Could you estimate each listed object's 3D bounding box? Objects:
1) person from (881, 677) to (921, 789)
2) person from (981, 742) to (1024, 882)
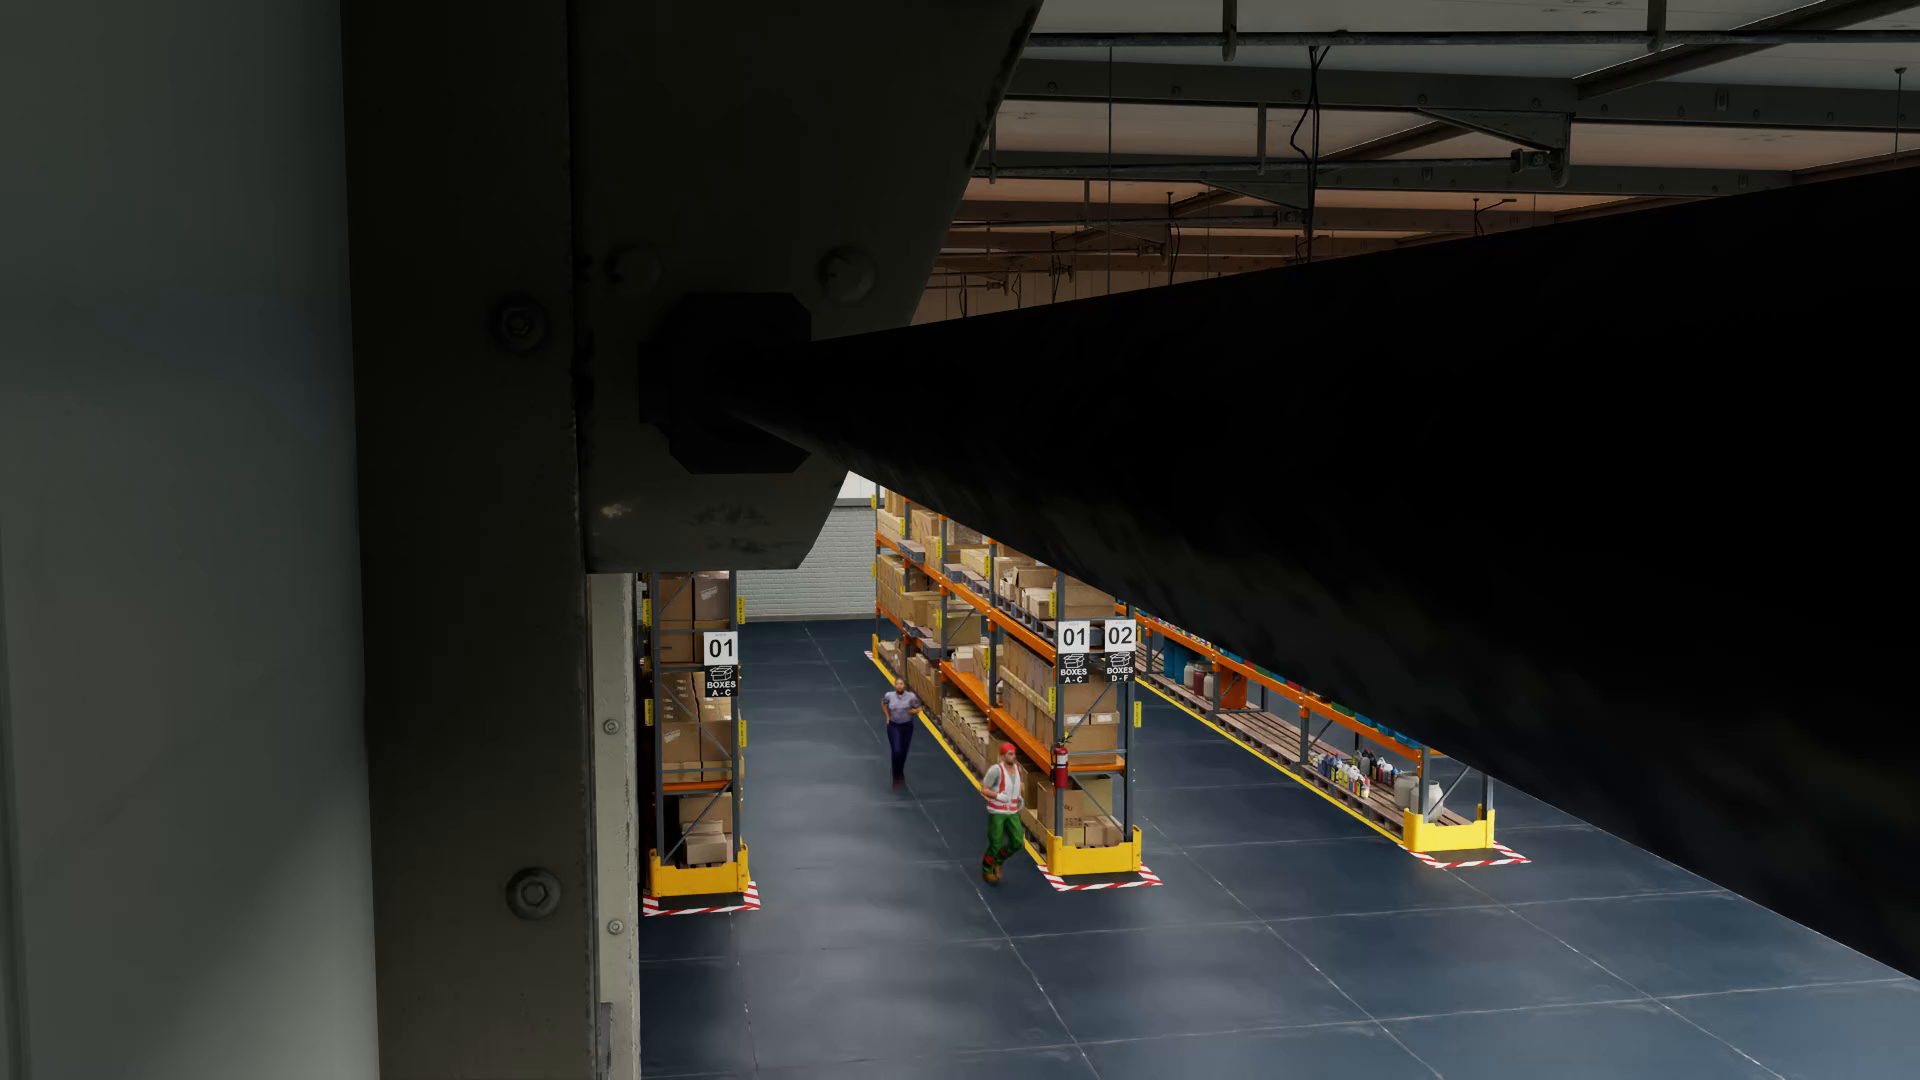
[{"bbox_3d":[-0.890,2.926,25.393,0.574,1.719,0.754,-1,6,-10],"label":"person"},{"bbox_3d":[0.594,3.358,20.472,0.666,1.738,0.618,-3,7,-30],"label":"person"}]
